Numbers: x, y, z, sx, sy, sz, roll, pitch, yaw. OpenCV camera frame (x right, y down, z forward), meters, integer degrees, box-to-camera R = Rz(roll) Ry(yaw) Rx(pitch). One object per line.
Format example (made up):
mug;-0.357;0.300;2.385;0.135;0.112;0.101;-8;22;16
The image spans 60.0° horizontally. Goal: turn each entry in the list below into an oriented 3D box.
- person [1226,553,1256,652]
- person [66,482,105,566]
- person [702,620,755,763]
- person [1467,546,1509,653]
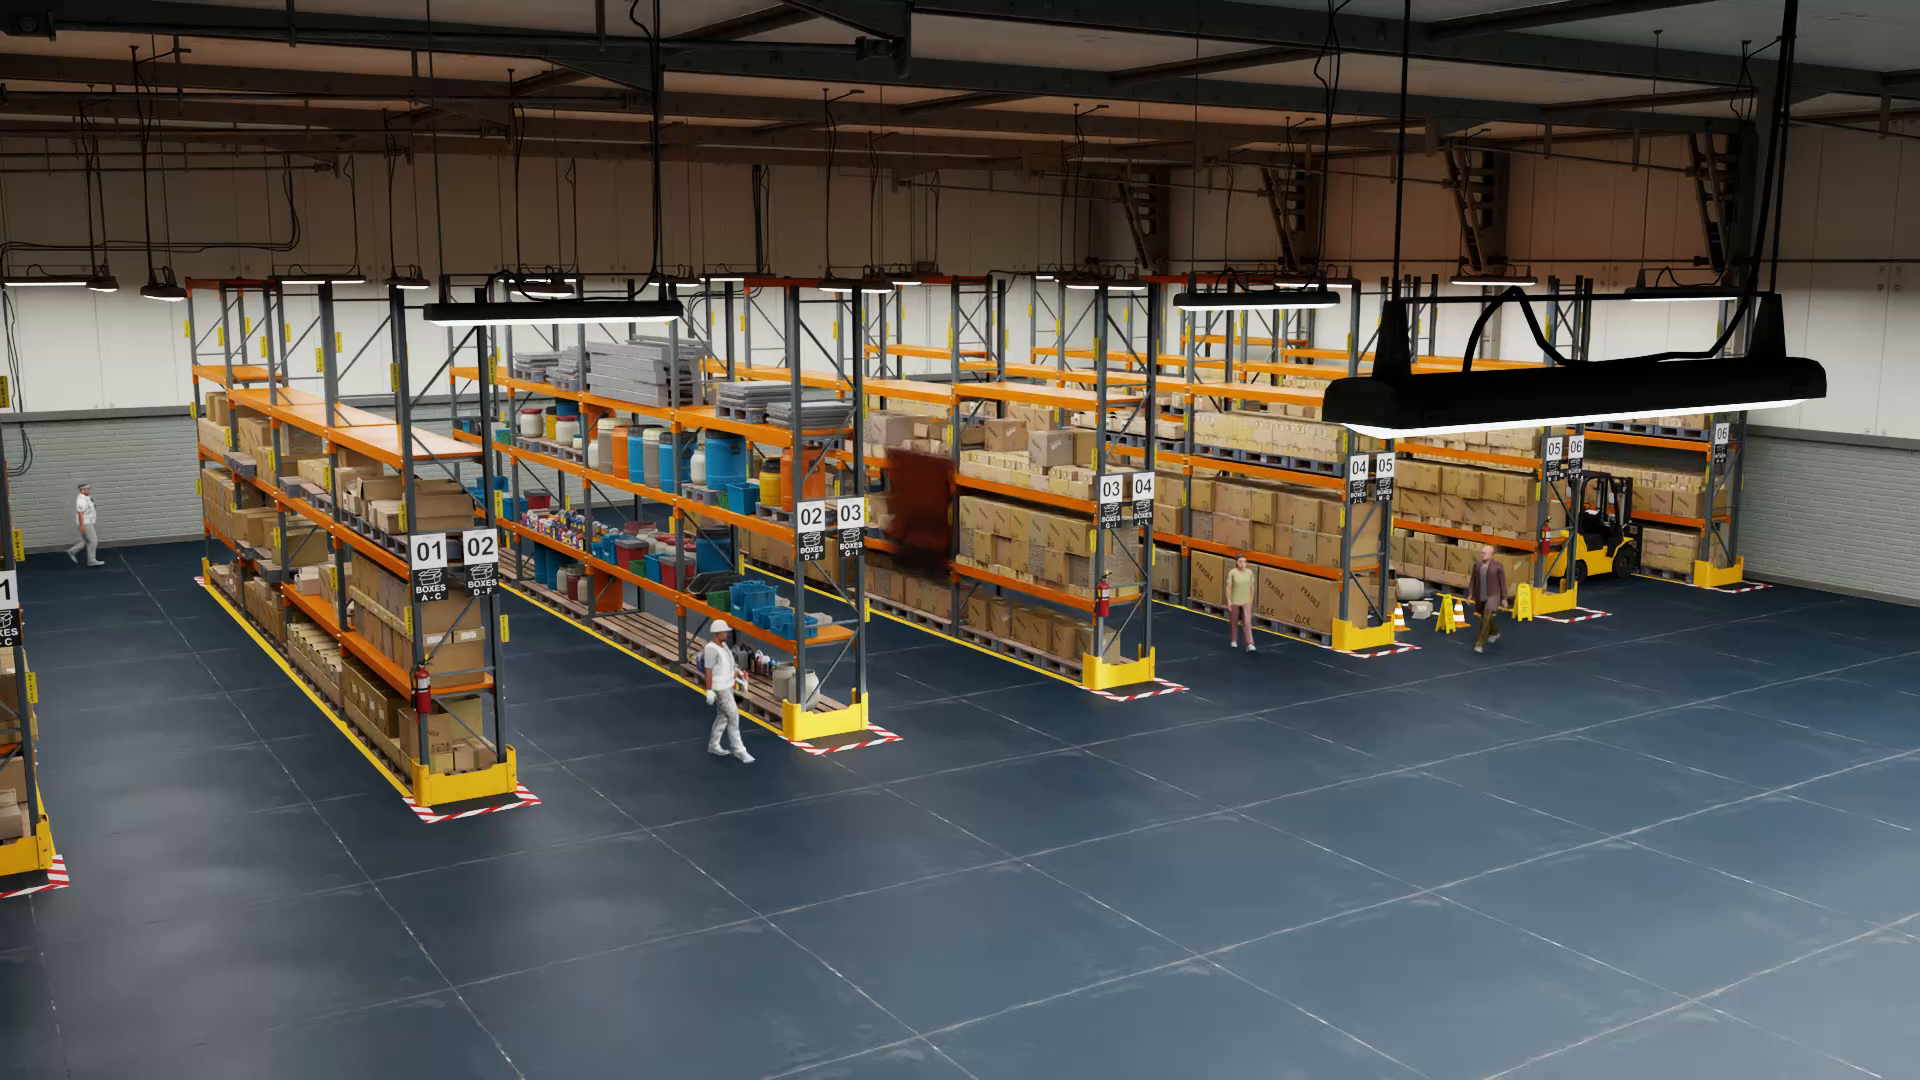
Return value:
person;4.549;1.018;26.974;0.470;1.614;1.073;1;10;5
person;-18.280;-0.337;34.650;0.683;1.747;0.524;-5;11;-30
person;-2.938;1.916;21.314;0.692;1.794;0.576;1;10;7
person;8.634;0.937;27.201;0.644;1.731;1.141;9;13;42
